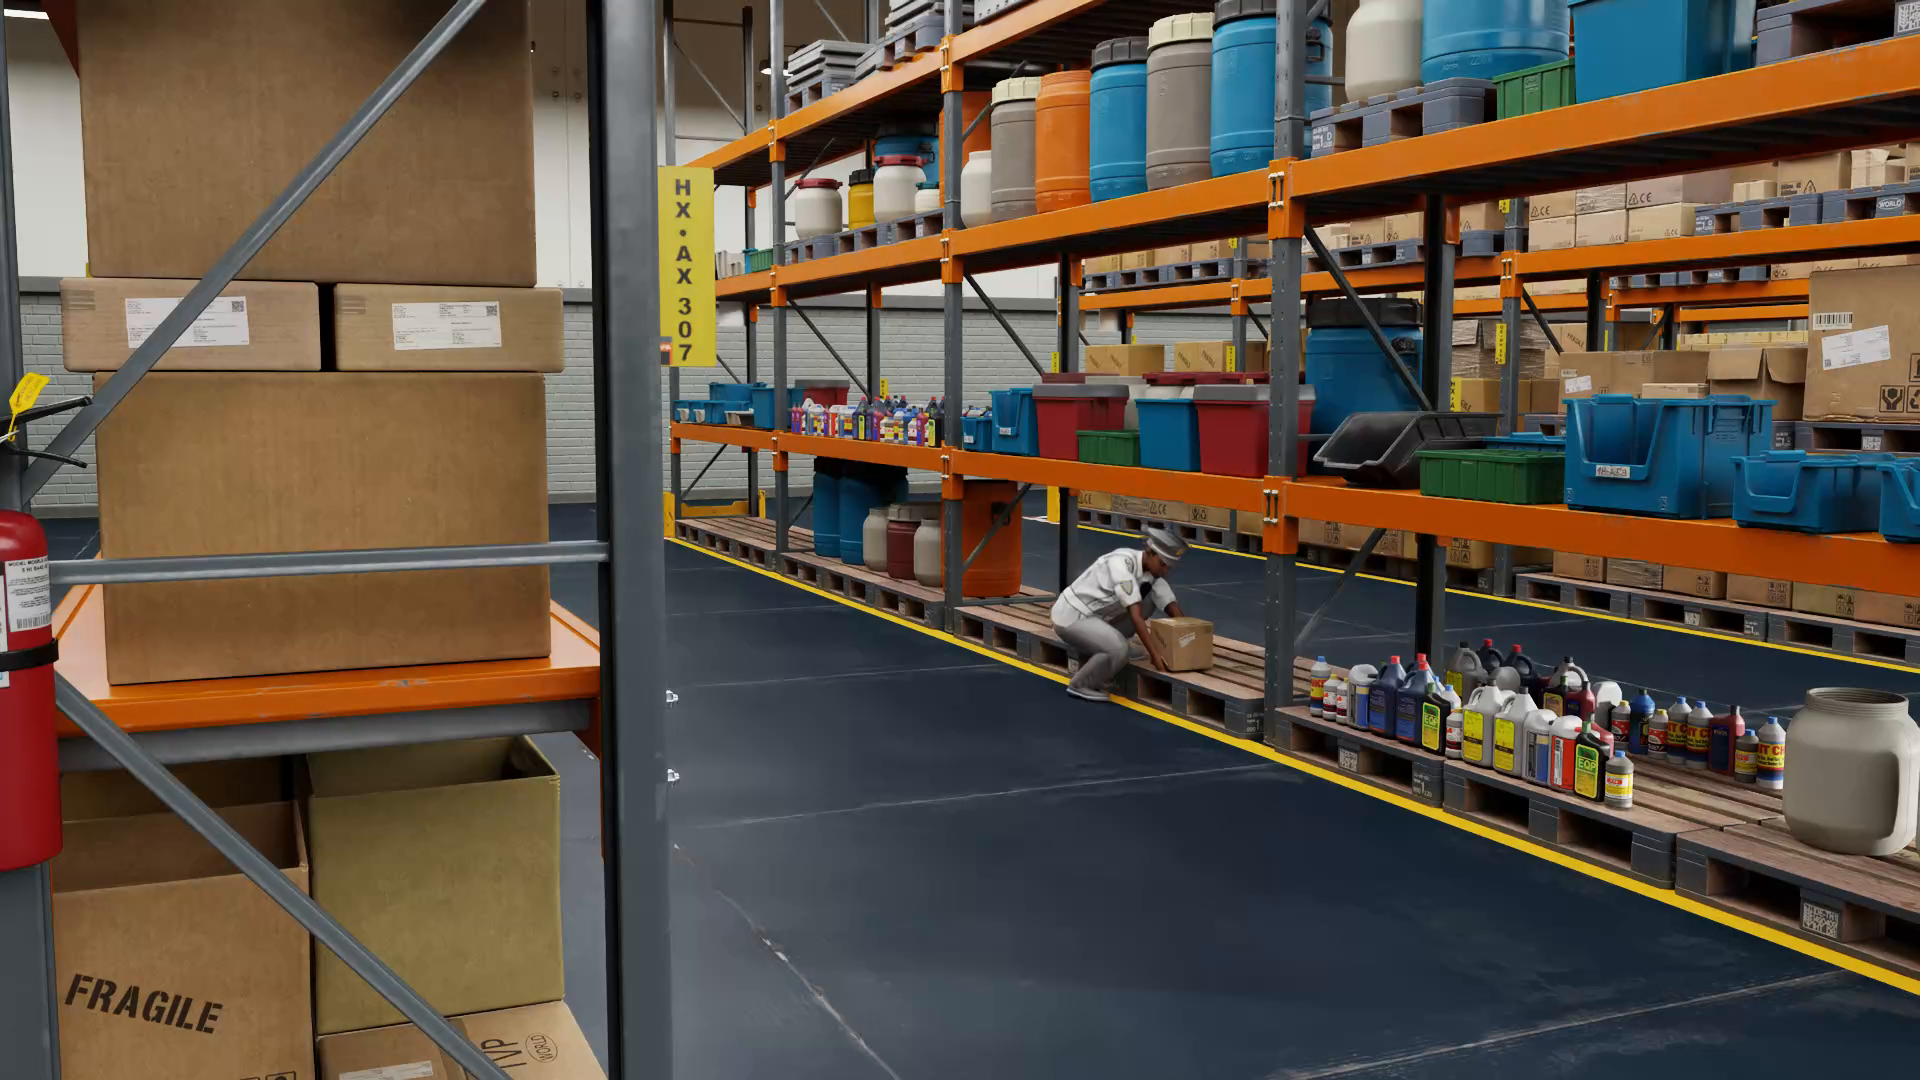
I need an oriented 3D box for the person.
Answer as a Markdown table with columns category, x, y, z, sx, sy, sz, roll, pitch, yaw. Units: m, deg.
| category | x | y | z | sx | sy | sz | roll | pitch | yaw |
| --- | --- | --- | --- | --- | --- | --- | --- | --- | --- |
| person | 0.956 | 0.416 | 9.305 | 0.936 | 0.985 | 0.468 | 5 | 7 | 40 |
